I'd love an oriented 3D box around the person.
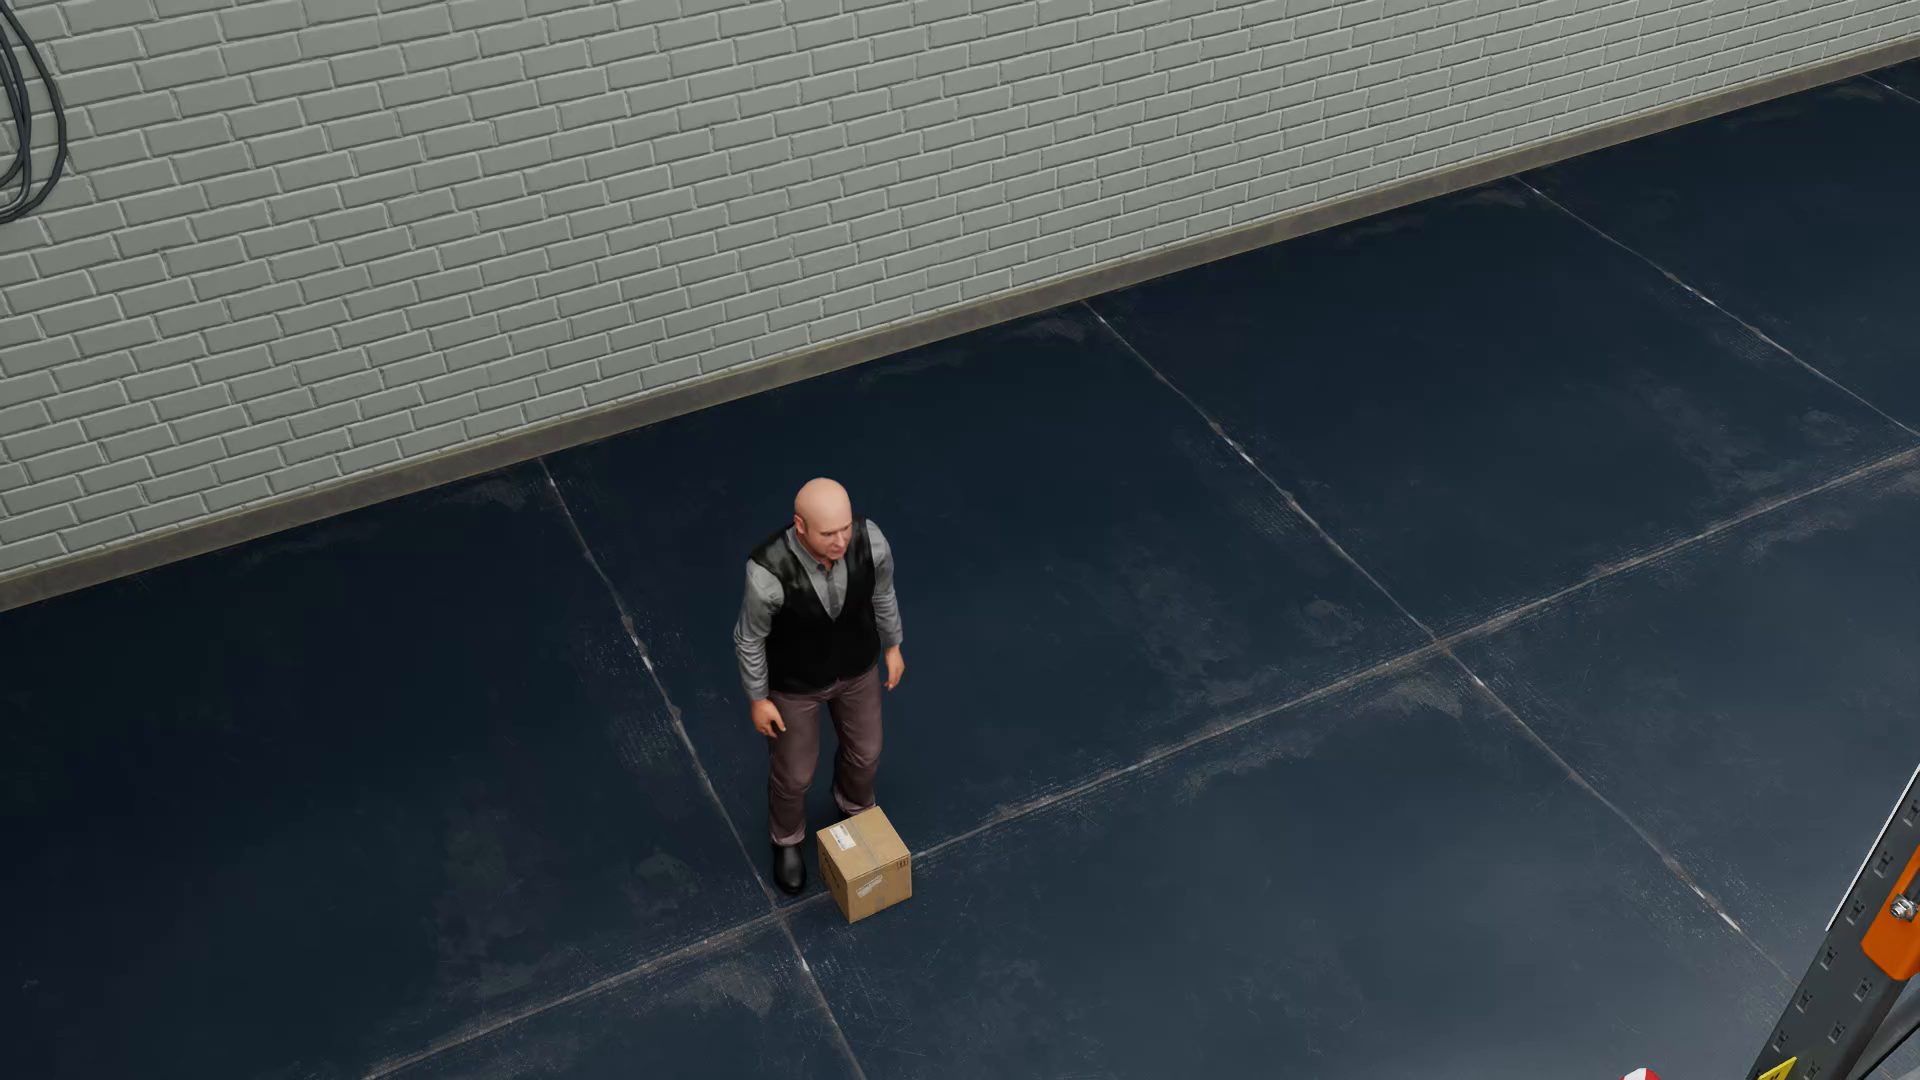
[{"bbox_3d":[-0.477,0.446,5.663,0.579,1.722,0.412,-21,45,-22],"label":"person"}]
